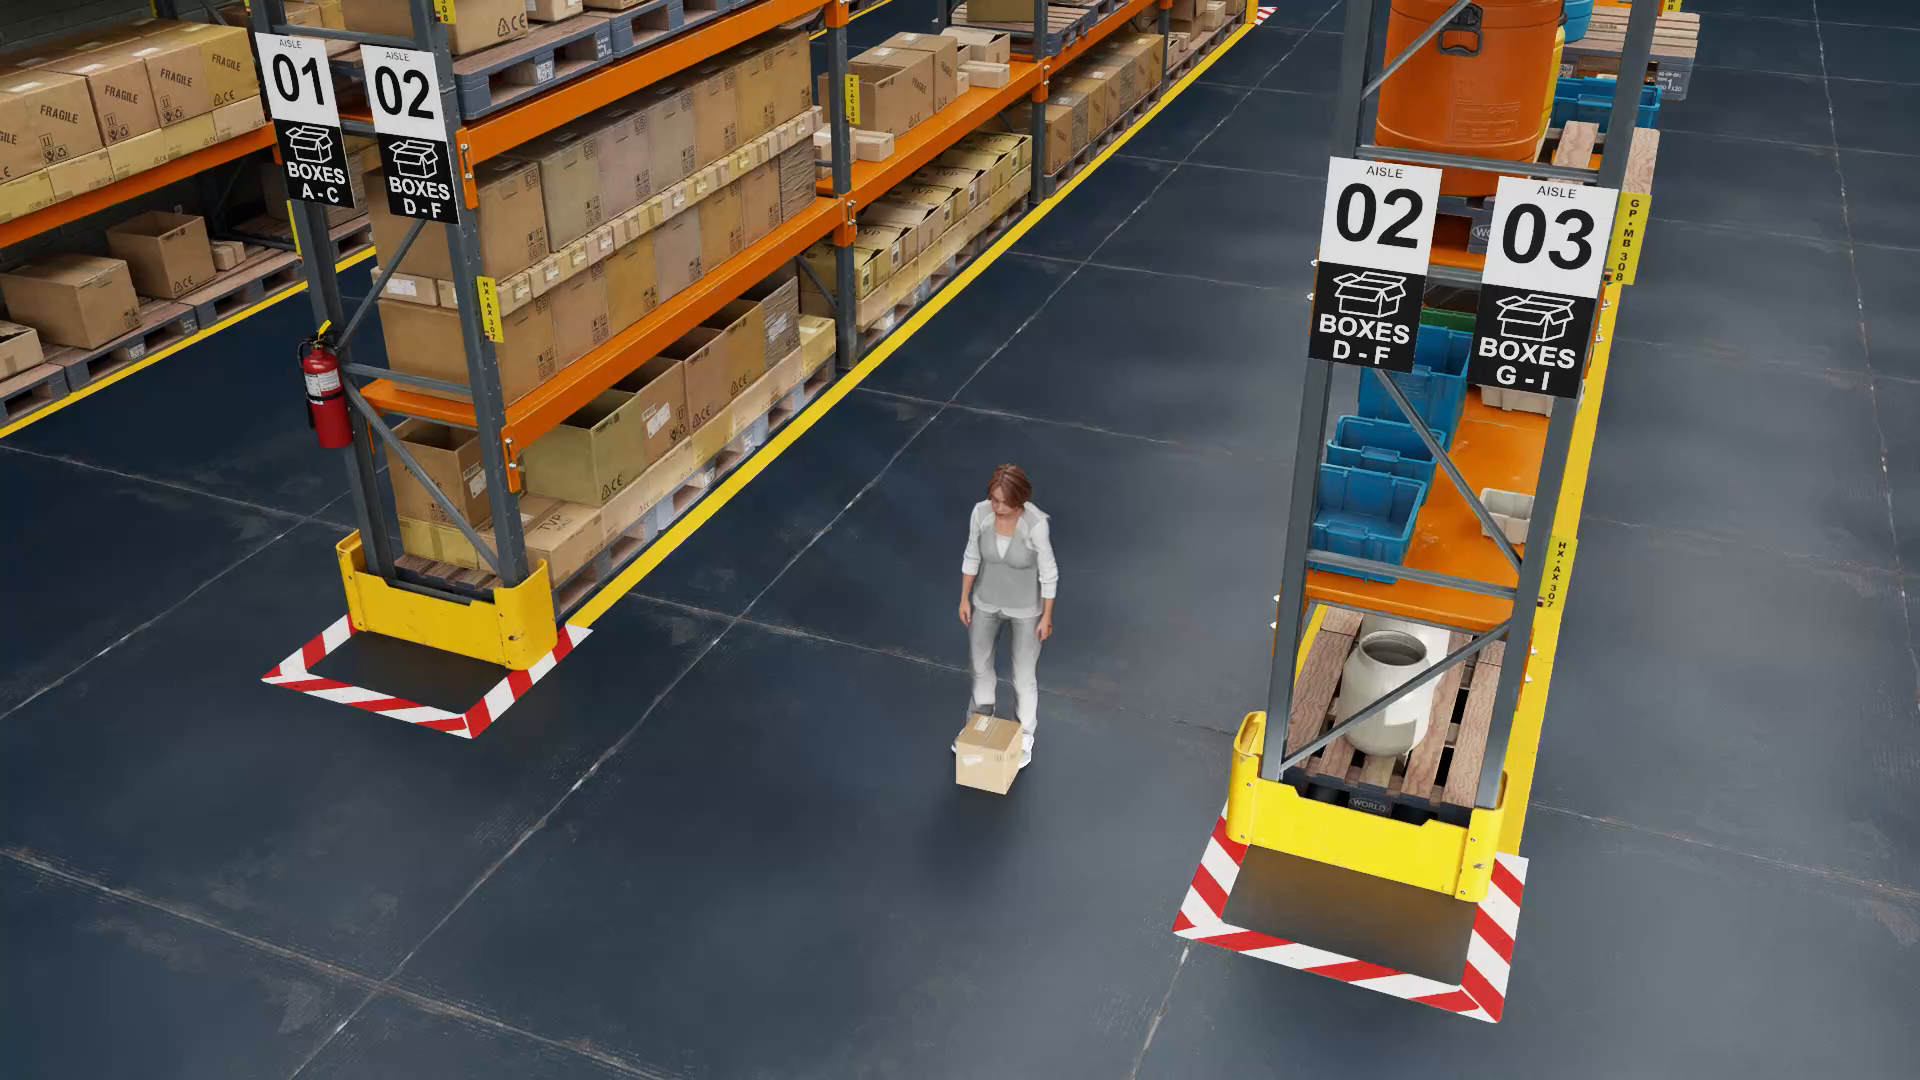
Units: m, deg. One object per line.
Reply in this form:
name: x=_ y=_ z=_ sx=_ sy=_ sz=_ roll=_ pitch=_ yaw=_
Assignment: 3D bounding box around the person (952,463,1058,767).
person: x=0.220 y=0.332 z=7.822 sx=0.470 sy=1.593 sz=0.350 roll=11 pitch=32 yaw=18
